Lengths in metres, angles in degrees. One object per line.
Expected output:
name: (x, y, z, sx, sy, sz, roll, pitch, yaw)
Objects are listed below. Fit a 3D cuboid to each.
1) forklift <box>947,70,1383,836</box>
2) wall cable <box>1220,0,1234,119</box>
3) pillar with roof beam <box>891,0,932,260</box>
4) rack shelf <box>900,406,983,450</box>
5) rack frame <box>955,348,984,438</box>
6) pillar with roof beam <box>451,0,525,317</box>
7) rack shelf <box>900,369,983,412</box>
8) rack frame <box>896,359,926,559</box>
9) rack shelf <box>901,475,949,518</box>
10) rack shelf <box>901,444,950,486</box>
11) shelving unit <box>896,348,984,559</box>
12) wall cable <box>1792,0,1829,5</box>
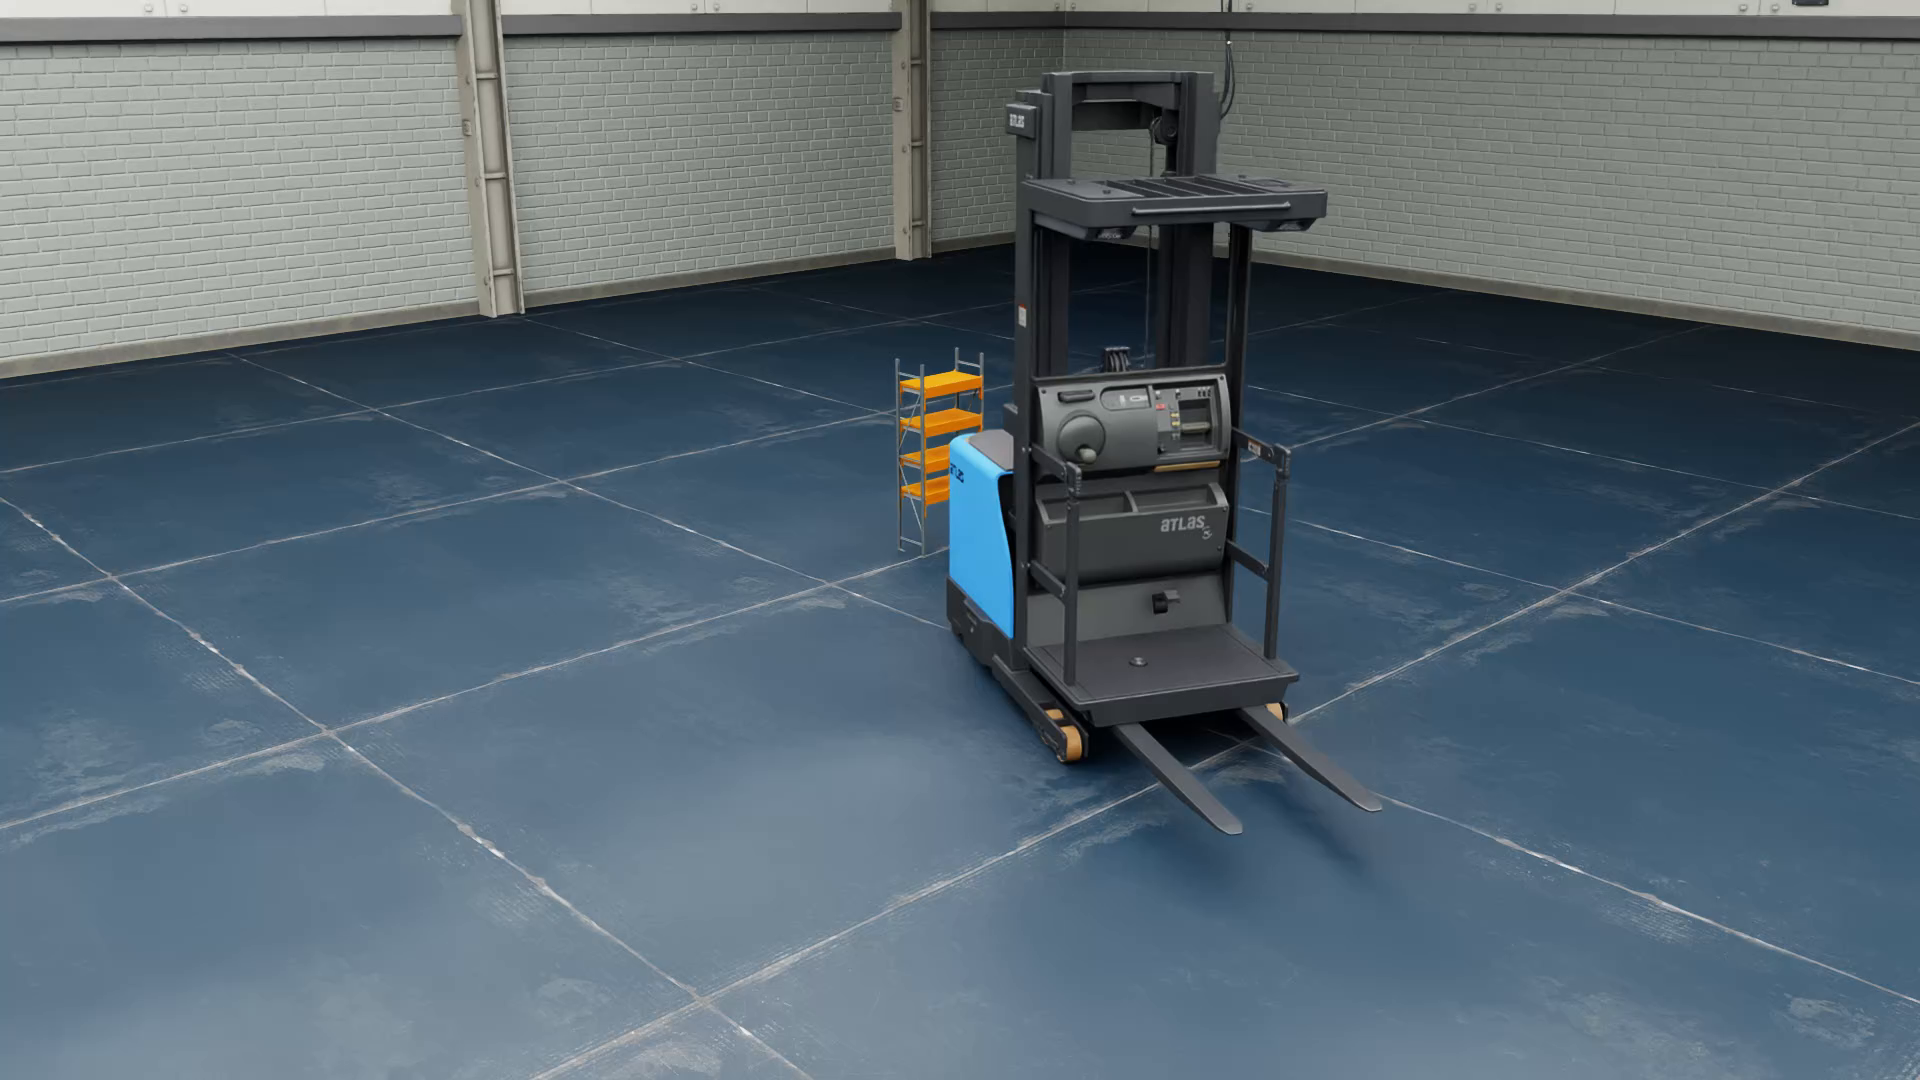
forklift: (0.870, -0.539, 7.396, 1.130, 2.935, 3.031, -6, 19, -17)
wall cable: (2.427, -6.869, 22.114, 0.112, 2.526, 3.097, -16, 24, -41)
pillar with roof beam: (2.336, -7.053, 17.648, 0.400, 9.000, 9.100, -16, 24, -41)
rack shelf: (-0.120, -0.684, 10.143, 0.480, 0.148, 0.258, -16, 24, -41)
rack frame: (0.057, -0.587, 10.351, 0.015, 1.200, 0.240, -16, 24, -41)
pillar with roof beam: (-2.024, -5.782, 13.727, 0.400, 9.000, 9.100, -16, 24, -41)
rack shelf: (-0.120, -0.909, 10.070, 0.480, 0.148, 0.258, -16, 24, -41)
rack frame: (-0.298, -0.484, 10.032, 0.015, 1.200, 0.240, -16, 24, -41)
rack shelf: (-0.120, -0.283, 10.273, 0.480, 0.148, 0.258, -16, 24, -41)
rack shelf: (-0.120, -0.472, 10.212, 0.480, 0.148, 0.258, -16, 24, -41)
shelving unit: (-0.120, -0.536, 10.191, 0.503, 1.200, 0.258, -16, 24, -41)
wall cable: (8.938, -7.833, 14.539, 0.169, 6.003, 2.305, -16, 24, -41)
